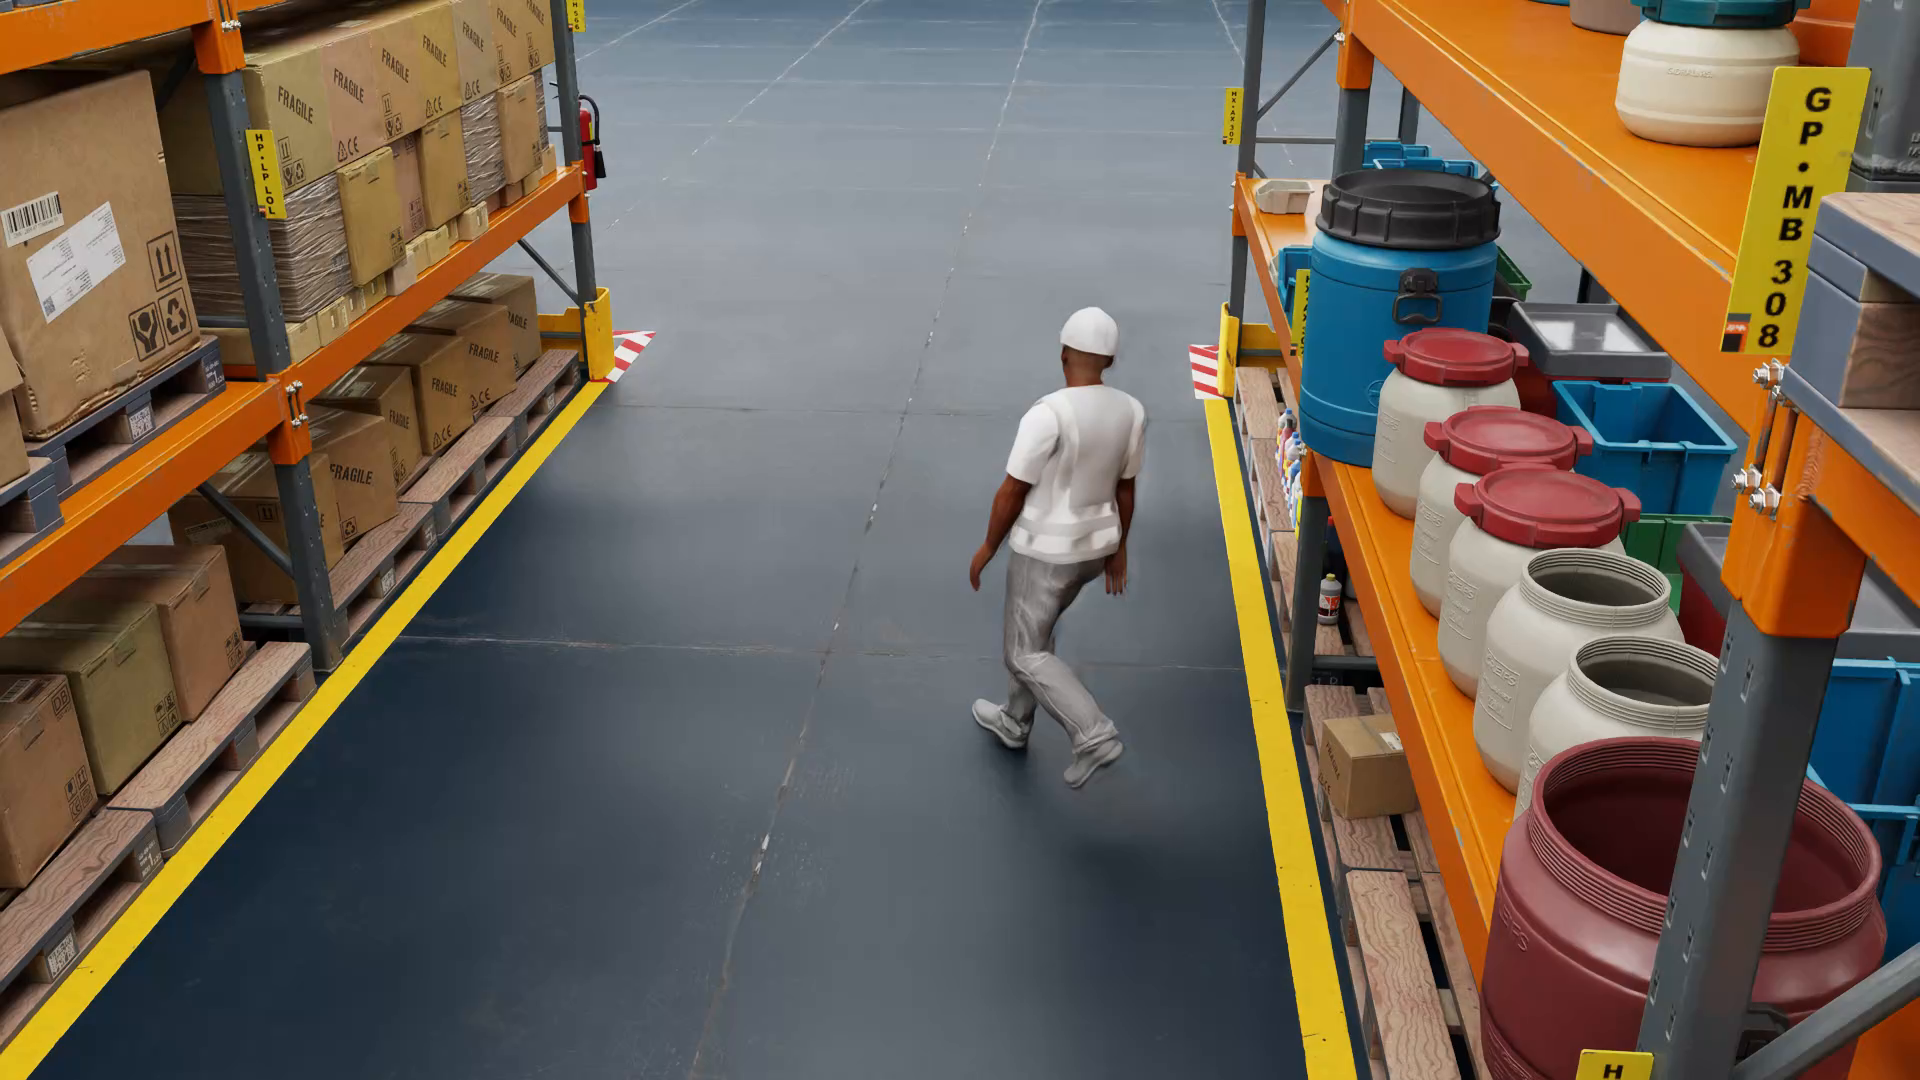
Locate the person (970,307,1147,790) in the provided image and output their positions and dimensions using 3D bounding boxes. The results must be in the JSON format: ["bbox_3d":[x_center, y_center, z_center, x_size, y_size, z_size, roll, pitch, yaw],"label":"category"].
[{"bbox_3d":[0.398,0.037,6.003,0.645,1.730,0.879,-20,31,-37],"label":"person"}]
